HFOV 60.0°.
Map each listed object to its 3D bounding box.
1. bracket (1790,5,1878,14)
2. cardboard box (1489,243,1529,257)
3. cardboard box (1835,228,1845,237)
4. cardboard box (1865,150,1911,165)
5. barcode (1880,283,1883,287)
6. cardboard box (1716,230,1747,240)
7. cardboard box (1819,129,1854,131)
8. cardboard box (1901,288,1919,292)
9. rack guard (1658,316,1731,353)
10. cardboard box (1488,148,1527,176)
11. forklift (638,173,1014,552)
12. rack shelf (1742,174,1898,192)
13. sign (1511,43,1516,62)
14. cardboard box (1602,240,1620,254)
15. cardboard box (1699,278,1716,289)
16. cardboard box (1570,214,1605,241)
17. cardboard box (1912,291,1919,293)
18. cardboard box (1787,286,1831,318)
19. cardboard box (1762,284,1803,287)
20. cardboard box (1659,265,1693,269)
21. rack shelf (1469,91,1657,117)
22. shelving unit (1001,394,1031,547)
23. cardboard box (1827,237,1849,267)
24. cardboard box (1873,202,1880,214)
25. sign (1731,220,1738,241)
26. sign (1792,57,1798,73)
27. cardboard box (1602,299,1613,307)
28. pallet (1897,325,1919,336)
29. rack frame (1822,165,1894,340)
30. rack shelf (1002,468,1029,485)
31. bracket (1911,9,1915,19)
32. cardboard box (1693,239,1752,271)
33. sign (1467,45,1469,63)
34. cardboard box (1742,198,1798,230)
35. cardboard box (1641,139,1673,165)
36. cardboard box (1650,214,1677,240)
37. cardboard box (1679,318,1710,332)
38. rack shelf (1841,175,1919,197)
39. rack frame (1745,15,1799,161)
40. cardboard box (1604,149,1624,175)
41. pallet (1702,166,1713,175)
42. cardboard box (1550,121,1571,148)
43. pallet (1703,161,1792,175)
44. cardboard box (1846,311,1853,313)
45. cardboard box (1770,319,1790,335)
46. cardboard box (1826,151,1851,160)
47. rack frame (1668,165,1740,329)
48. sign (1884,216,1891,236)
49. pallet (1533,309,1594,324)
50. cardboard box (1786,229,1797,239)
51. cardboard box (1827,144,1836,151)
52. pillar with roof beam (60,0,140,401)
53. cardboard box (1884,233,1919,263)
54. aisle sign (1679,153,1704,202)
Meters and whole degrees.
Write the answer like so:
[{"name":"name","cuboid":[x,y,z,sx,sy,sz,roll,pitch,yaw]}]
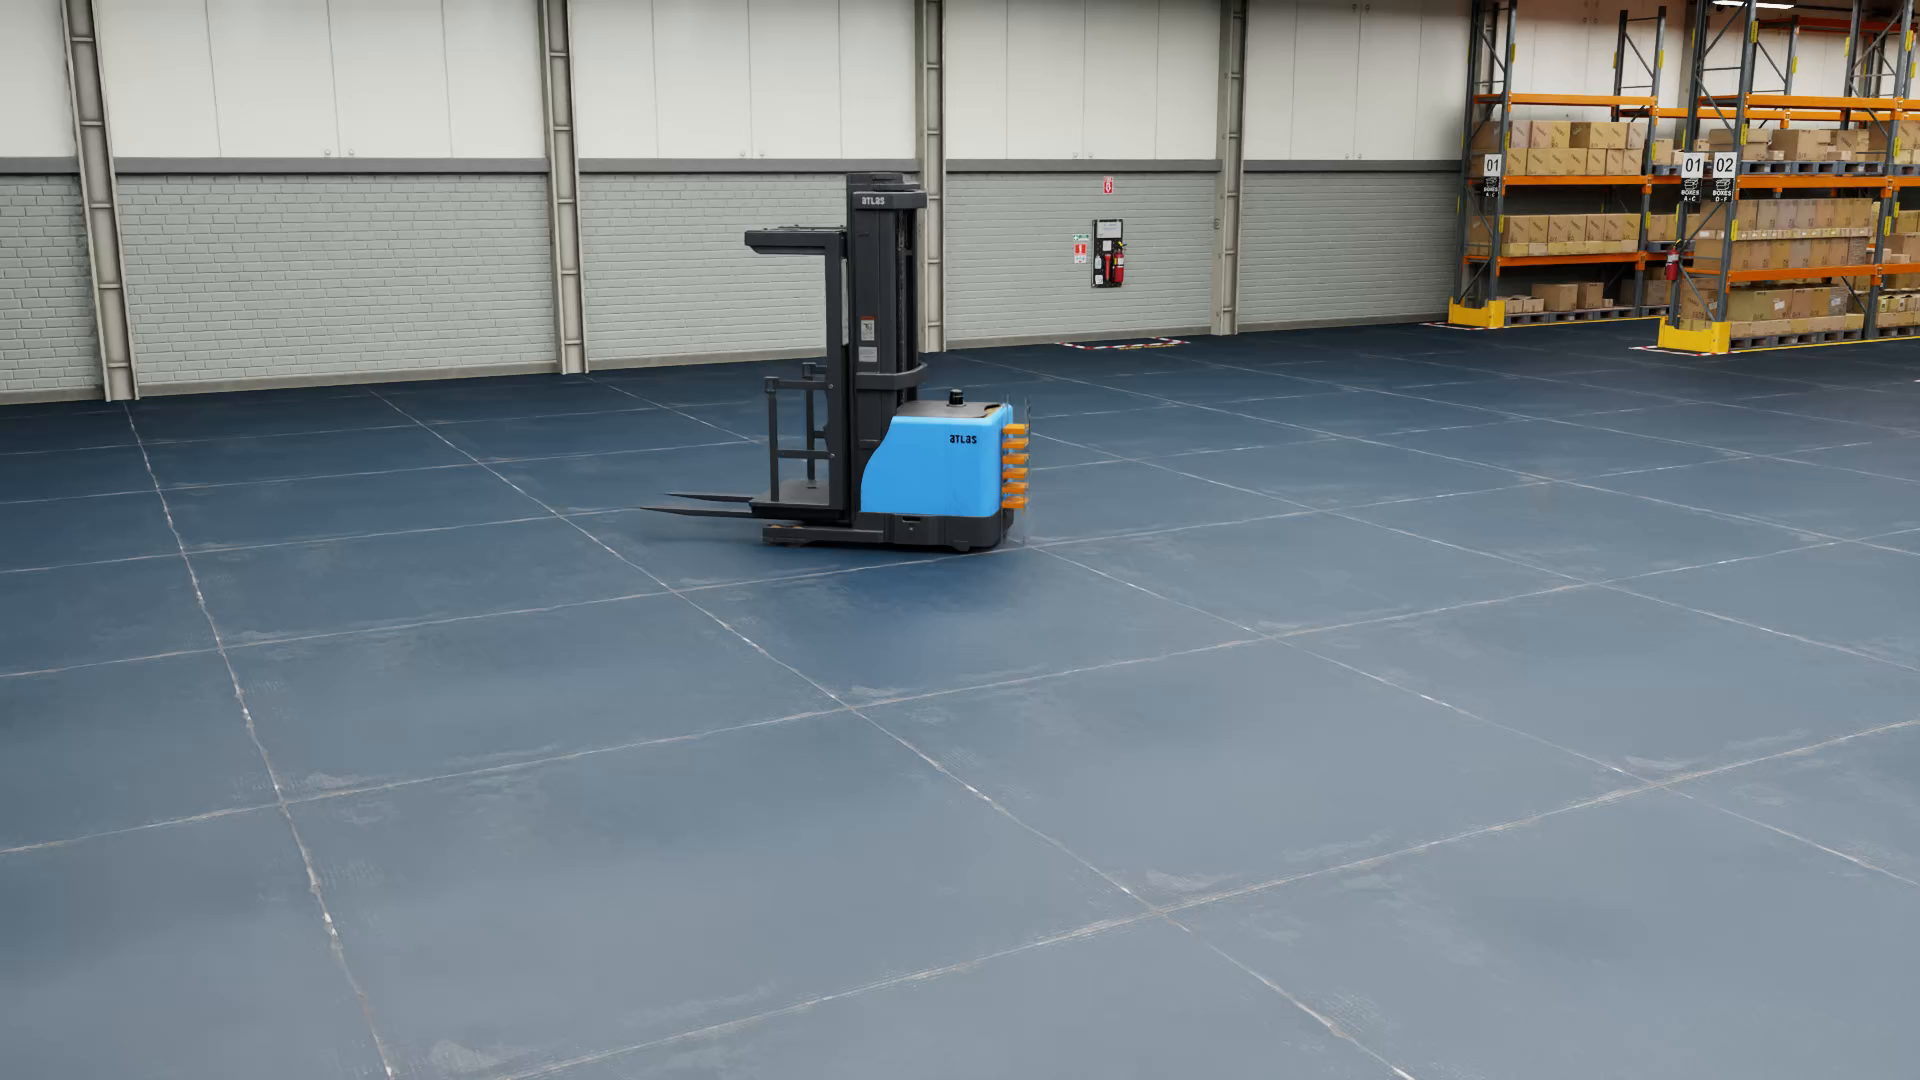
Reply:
[{"name":"bracket","cuboid":[18.124,-11.401,35.576,4.783,0.066,0.076,-7,14,-28]},{"name":"cardboard box","cuboid":[10.442,-5.527,31.634,0.500,0.250,0.500,-7,15,-29]},{"name":"cardboard box","cuboid":[14.937,-5.281,28.538,0.250,0.149,0.380,-7,14,-28]},{"name":"cardboard box","cuboid":[16.295,-6.725,29.214,0.500,0.250,0.500,-5,14,-22]},{"name":"barcode","cuboid":[16.173,-4.477,29.176,0.075,0.075,0.001,-7,14,-28]},{"name":"cardboard box","cuboid":[12.686,-5.011,27.340,0.250,0.149,0.380,-7,14,-28]},{"name":"cardboard box","cuboid":[19.082,-8.827,36.232,0.500,0.250,0.500,-7,15,-30]},{"name":"cardboard box","cuboid":[17.754,-4.516,30.874,0.500,0.311,0.500,-7,15,-29]},{"name":"rack guard","cuboid":[12.217,-3.424,27.686,0.348,0.500,1.175,-7,14,-28]},{"name":"cardboard box","cuboid":[10.275,-7.109,31.263,0.500,0.500,0.500,-6,14,-26]},{"name":"forklift","cuboid":[-1.122,-1.483,13.522,3.031,2.935,1.130,3,13,12]},{"name":"rack shelf","cuboid":[18.639,-7.765,36.087,4.000,0.370,1.077,-7,14,-28]},{"name":"sign","cuboid":[10.121,-8.917,30.428,0.005,0.325,0.100,-7,14,-28]},{"name":"cardboard box","cuboid":[12.661,-5.799,32.840,0.500,0.250,0.500,-7,14,-28]},{"name":"cardboard box","cuboid":[15.346,-5.262,34.850,0.500,0.500,0.700,-7,14,-28]},{"name":"cardboard box","cuboid":[12.223,-6.110,32.515,0.500,0.500,0.500,-7,15,-29]},{"name":"cardboard box","cuboid":[17.580,-4.362,30.187,0.500,0.311,0.500,-6,14,-26]},{"name":"cardboard box","cuboid":[14.565,-4.102,28.602,0.500,0.500,0.500,-7,14,-28]},{"name":"cardboard box","cuboid":[14.315,-4.203,29.050,0.500,0.500,0.500,-7,14,-28]},{"name":"cardboard box","cuboid":[14.850,-5.565,34.490,0.500,0.250,0.500,-7,15,-29]},{"name":"rack shelf","cuboid":[11.617,-8.385,32.019,4.000,0.370,1.077,-7,14,-28]},{"name":"shelving unit","cuboid":[0.448,-0.557,13.352,0.189,1.200,0.258,3,13,12]},{"name":"cardboard box","cuboid":[14.903,-5.011,28.817,0.500,0.500,0.700,-7,14,-28]},{"name":"cardboard box","cuboid":[20.107,-7.334,36.707,0.500,0.250,0.500,-6,14,-26]},{"name":"sign","cuboid":[12.499,-5.000,26.841,0.005,0.325,0.100,-7,14,-28]},{"name":"sign","cuboid":[17.152,-9.760,34.173,0.005,0.325,0.100,-7,14,-28]},{"name":"cardboard box","cuboid":[12.917,-4.792,33.520,0.250,0.166,0.380,-9,16,-35]},{"name":"pallet","cuboid":[17.449,-3.921,30.551,1.213,0.211,1.003,-7,14,-28]},{"name":"rack frame","cuboid":[15.749,-5.067,29.293,0.127,3.000,1.000,-7,14,-28]},{"name":"rack shelf","cuboid":[0.448,-0.514,13.362,0.180,0.103,0.258,3,13,12]},{"name":"bracket","cuboid":[21.129,-11.761,37.177,0.430,0.232,0.235,-7,14,-28]},{"name":"cardboard box","cuboid":[12.654,-4.742,27.619,0.500,0.500,0.700,-7,14,-28]},{"name":"sign","cuboid":[9.613,-9.169,31.369,0.005,0.325,0.100,-7,14,-28]},{"name":"cardboard box","cuboid":[13.602,-5.490,27.988,0.500,0.500,0.700,-7,14,-28]},{"name":"cardboard box","cuboid":[13.891,-7.781,33.334,0.500,0.500,0.500,-5,13,-20]},{"name":"cardboard box","cuboid":[14.330,-6.389,33.937,0.500,0.500,0.700,-5,14,-22]},{"name":"cardboard box","cuboid":[12.567,-3.623,28.182,0.500,0.250,0.500,-7,14,-28]},{"name":"rack shelf","cuboid":[17.505,-6.390,29.977,4.000,0.370,1.077,-7,14,-28]},{"name":"rack frame","cuboid":[16.883,-9.369,34.744,0.127,3.000,1.000,-7,14,-28]},{"name":"cardboard box","cuboid":[12.598,-7.392,32.517,0.500,0.500,0.500,-8,15,-33]},{"name":"pallet","cuboid":[14.874,-7.547,33.909,1.003,0.211,1.213,-7,14,-28]},{"name":"cardboard box","cuboid":[11.225,-7.703,31.623,0.500,0.500,0.500,-6,14,-26]},{"name":"pallet","cuboid":[12.871,-6.136,27.412,1.213,0.211,1.003,-7,14,-28]},{"name":"cardboard box","cuboid":[15.974,-4.030,29.991,0.500,0.250,0.500,-7,14,-28]},{"name":"cardboard box","cuboid":[13.692,-3.629,28.209,0.500,0.250,0.500,-7,14,-28]},{"name":"cardboard box","cuboid":[14.822,-6.502,28.132,0.250,0.149,0.380,-7,14,-28]},{"name":"rack frame","cuboid":[12.238,-4.646,27.423,0.127,3.000,1.000,-7,14,-28]},{"name":"sign","cuboid":[16.017,-5.421,28.714,0.005,0.325,0.100,-7,14,-28]},{"name":"pallet","cuboid":[11.728,-4.454,32.921,1.213,0.211,1.003,-7,14,-28]},{"name":"cardboard box","cuboid":[13.815,-5.147,27.943,0.250,0.149,0.380,-7,14,-29]},{"name":"cardboard box","cuboid":[14.707,-6.701,28.650,0.500,0.311,0.500,-8,15,-31]},{"name":"pillar with roof beam","cuboid":[-8.941,-5.413,17.167,0.400,9.000,9.100,-7,14,-28]},{"name":"cardboard box","cuboid":[16.894,-5.249,29.873,0.500,0.500,0.500,-6,14,-24]},{"name":"aisle sign","cuboid":[12.040,-5.964,27.358,0.004,0.787,0.394,-7,14,-28]}]
